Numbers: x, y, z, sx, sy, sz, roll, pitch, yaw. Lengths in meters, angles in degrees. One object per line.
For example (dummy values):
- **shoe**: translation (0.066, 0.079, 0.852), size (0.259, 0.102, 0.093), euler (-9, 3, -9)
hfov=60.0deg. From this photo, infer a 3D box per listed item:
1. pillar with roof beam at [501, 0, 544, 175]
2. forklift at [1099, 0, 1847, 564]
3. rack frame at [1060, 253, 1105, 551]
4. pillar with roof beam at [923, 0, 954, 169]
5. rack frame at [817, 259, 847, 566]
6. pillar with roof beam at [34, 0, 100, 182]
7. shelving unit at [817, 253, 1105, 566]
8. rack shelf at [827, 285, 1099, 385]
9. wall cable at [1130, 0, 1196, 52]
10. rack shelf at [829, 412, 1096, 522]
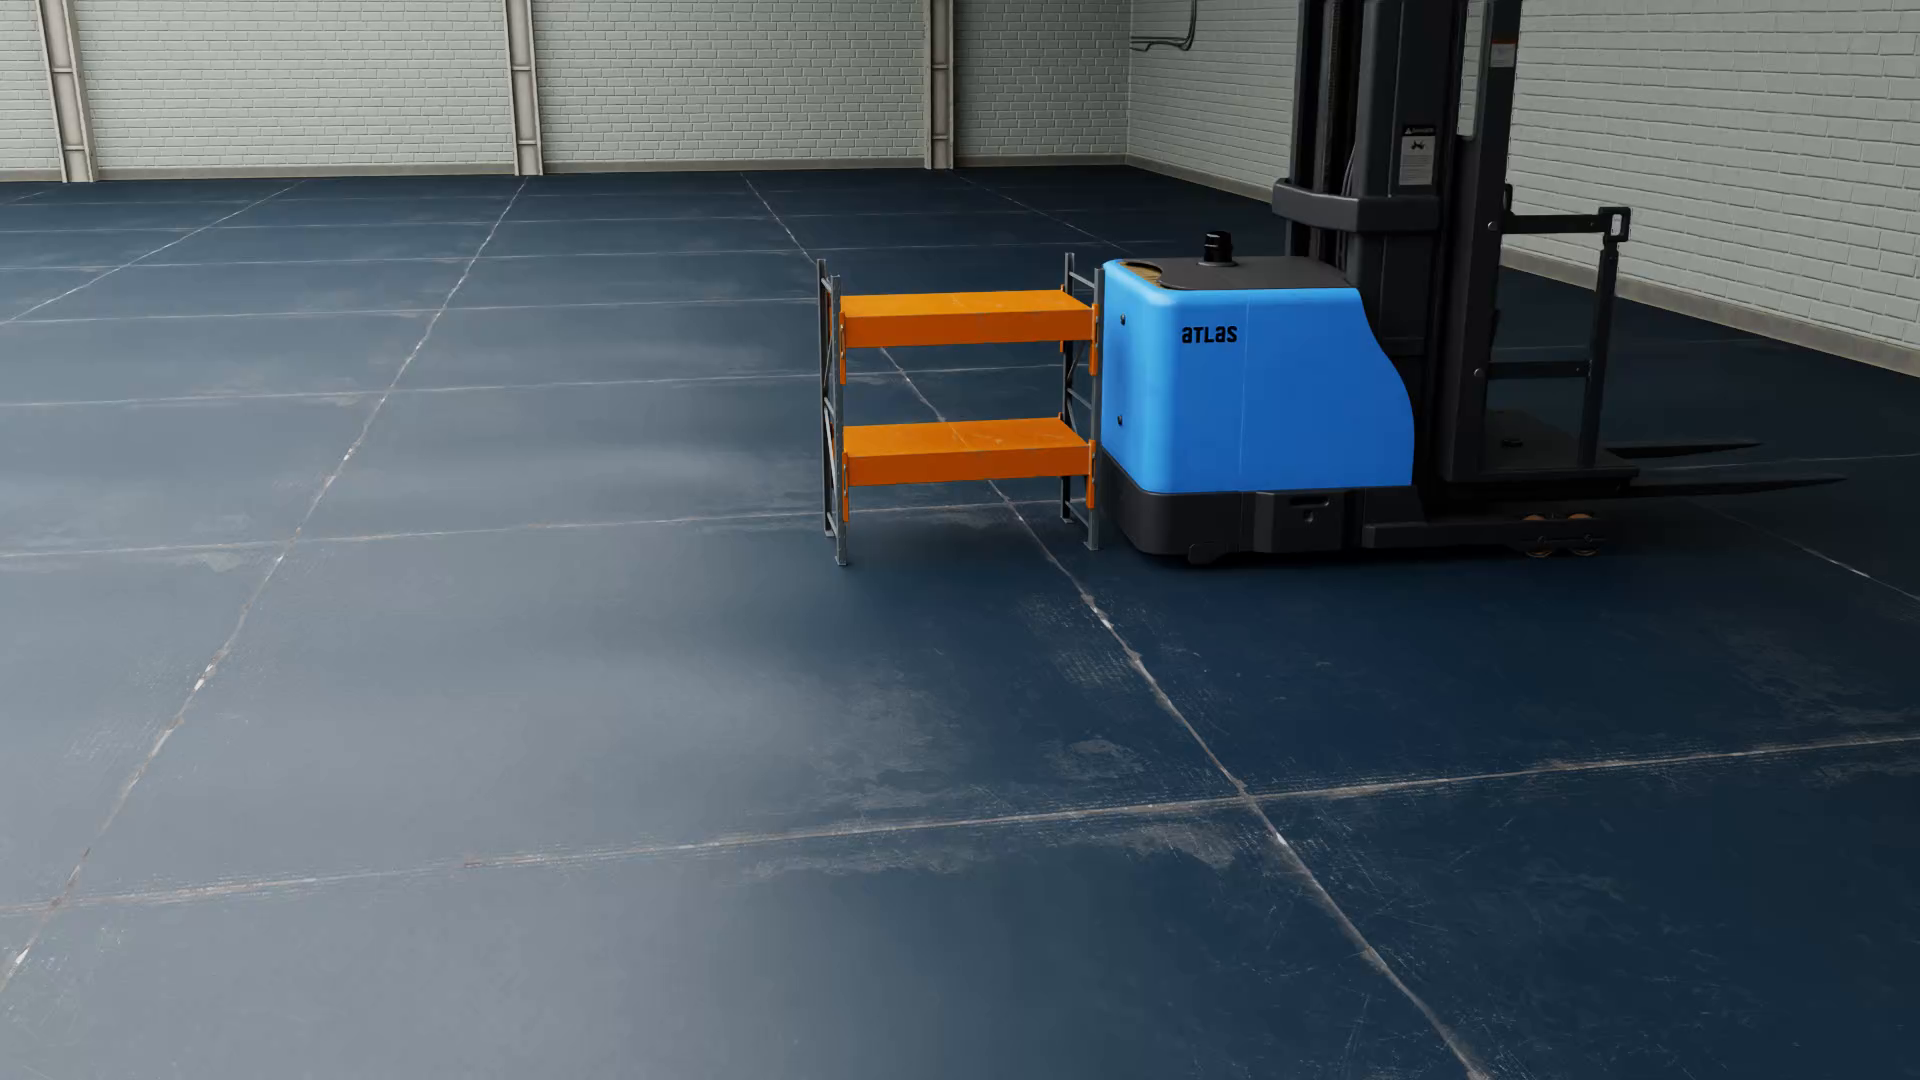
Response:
- **pillar with roof beam**: translation (-5.392, -8.337, 18.630), size (0.400, 9.000, 9.100), euler (-3, 17, -10)
- **forklift**: translation (2.130, -1.482, 6.643), size (3.031, 2.935, 1.130), euler (-2, 17, -7)
- **rack frame**: translation (0.492, -0.566, 6.738), size (0.032, 1.125, 0.500), euler (-3, 17, -10)
- **pillar with roof beam**: translation (0.499, -8.672, 19.718), size (0.400, 9.000, 9.100), euler (-3, 17, -10)
- **rack frame**: translation (-0.506, -0.509, 6.553), size (0.032, 1.125, 0.500), euler (-3, 17, -10)
- **pillar with roof beam**: translation (-11.283, -8.003, 17.542), size (0.400, 9.000, 9.100), euler (-3, 17, -10)
- **shelving unit**: translation (-0.007, -0.537, 6.645), size (1.048, 1.125, 0.538), euler (-3, 17, -10)
- **rack shelf**: translation (-0.007, -0.817, 6.559), size (1.000, 0.278, 0.538), euler (-3, 17, -10)
- **wall cable**: translation (2.826, -8.211, 23.507), size (0.112, 2.526, 3.097), euler (-3, 17, -10)
- **rack shelf**: translation (-0.007, -0.304, 6.717), size (1.000, 0.278, 0.538), euler (-3, 17, -10)
